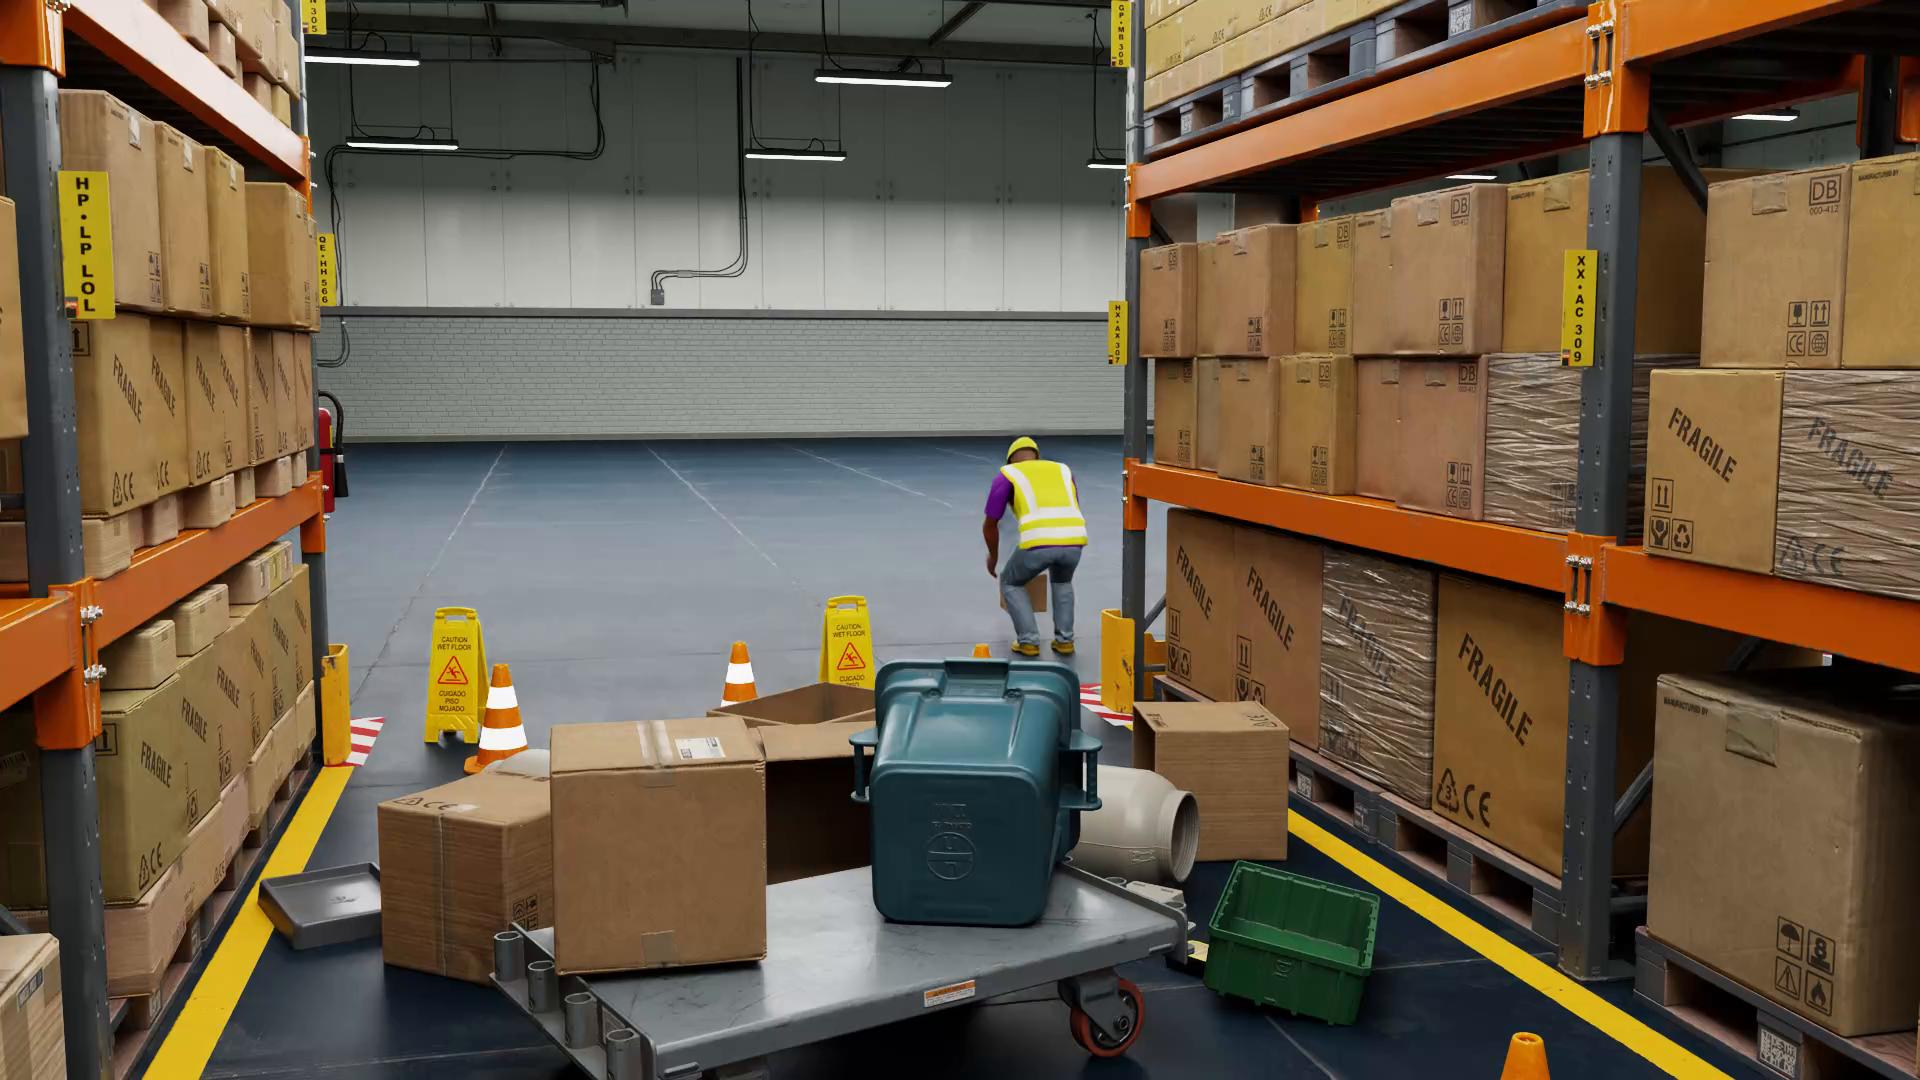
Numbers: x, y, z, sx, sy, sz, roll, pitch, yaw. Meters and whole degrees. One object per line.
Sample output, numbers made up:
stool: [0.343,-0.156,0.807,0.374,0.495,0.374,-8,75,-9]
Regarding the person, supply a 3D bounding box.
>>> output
person: [0.479,0.034,10.516,0.630,1.346,0.790,-1,6,-14]
